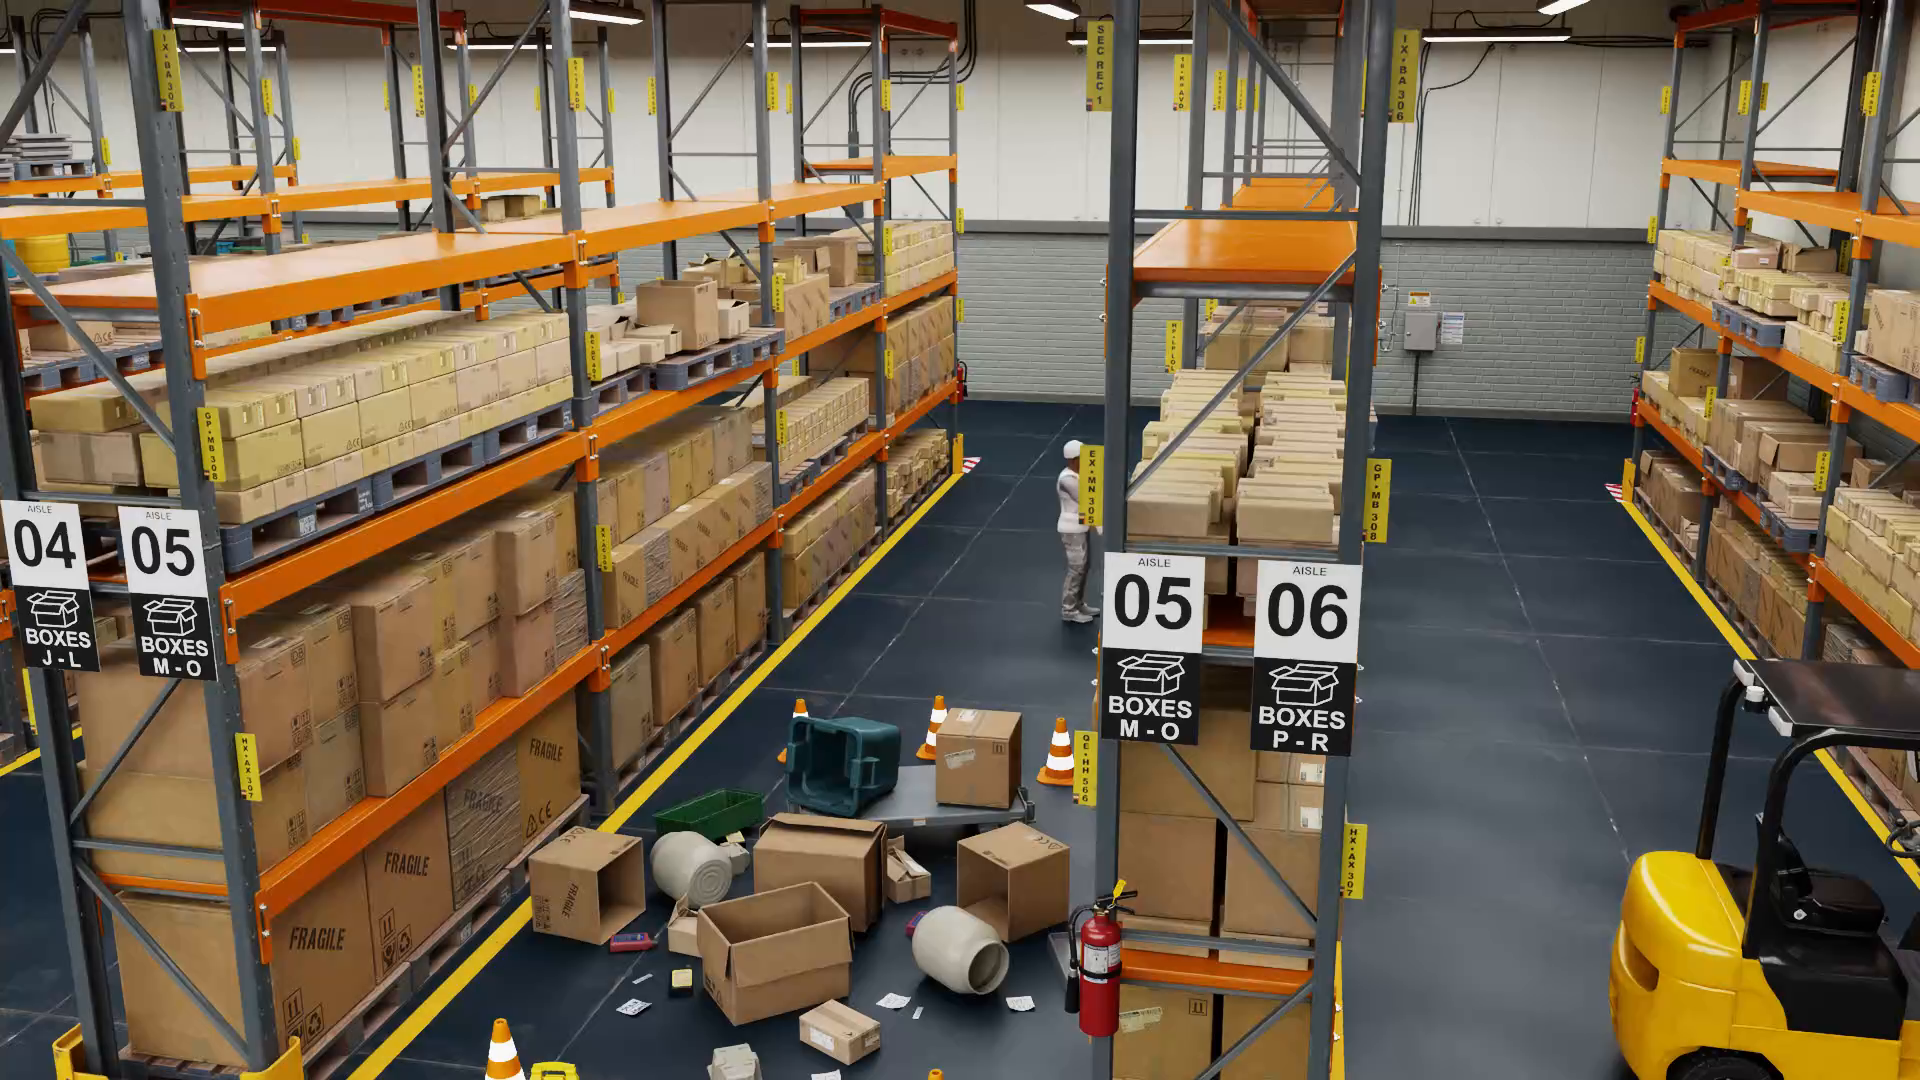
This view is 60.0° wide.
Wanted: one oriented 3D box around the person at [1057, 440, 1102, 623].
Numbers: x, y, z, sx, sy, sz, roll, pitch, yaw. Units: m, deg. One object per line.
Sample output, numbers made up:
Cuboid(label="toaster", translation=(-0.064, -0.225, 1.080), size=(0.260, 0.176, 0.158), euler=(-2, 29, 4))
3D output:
Cuboid(label="person", translation=(1.250, -0.093, 16.333), size=(0.573, 1.781, 0.489), euler=(3, 15, 12))
